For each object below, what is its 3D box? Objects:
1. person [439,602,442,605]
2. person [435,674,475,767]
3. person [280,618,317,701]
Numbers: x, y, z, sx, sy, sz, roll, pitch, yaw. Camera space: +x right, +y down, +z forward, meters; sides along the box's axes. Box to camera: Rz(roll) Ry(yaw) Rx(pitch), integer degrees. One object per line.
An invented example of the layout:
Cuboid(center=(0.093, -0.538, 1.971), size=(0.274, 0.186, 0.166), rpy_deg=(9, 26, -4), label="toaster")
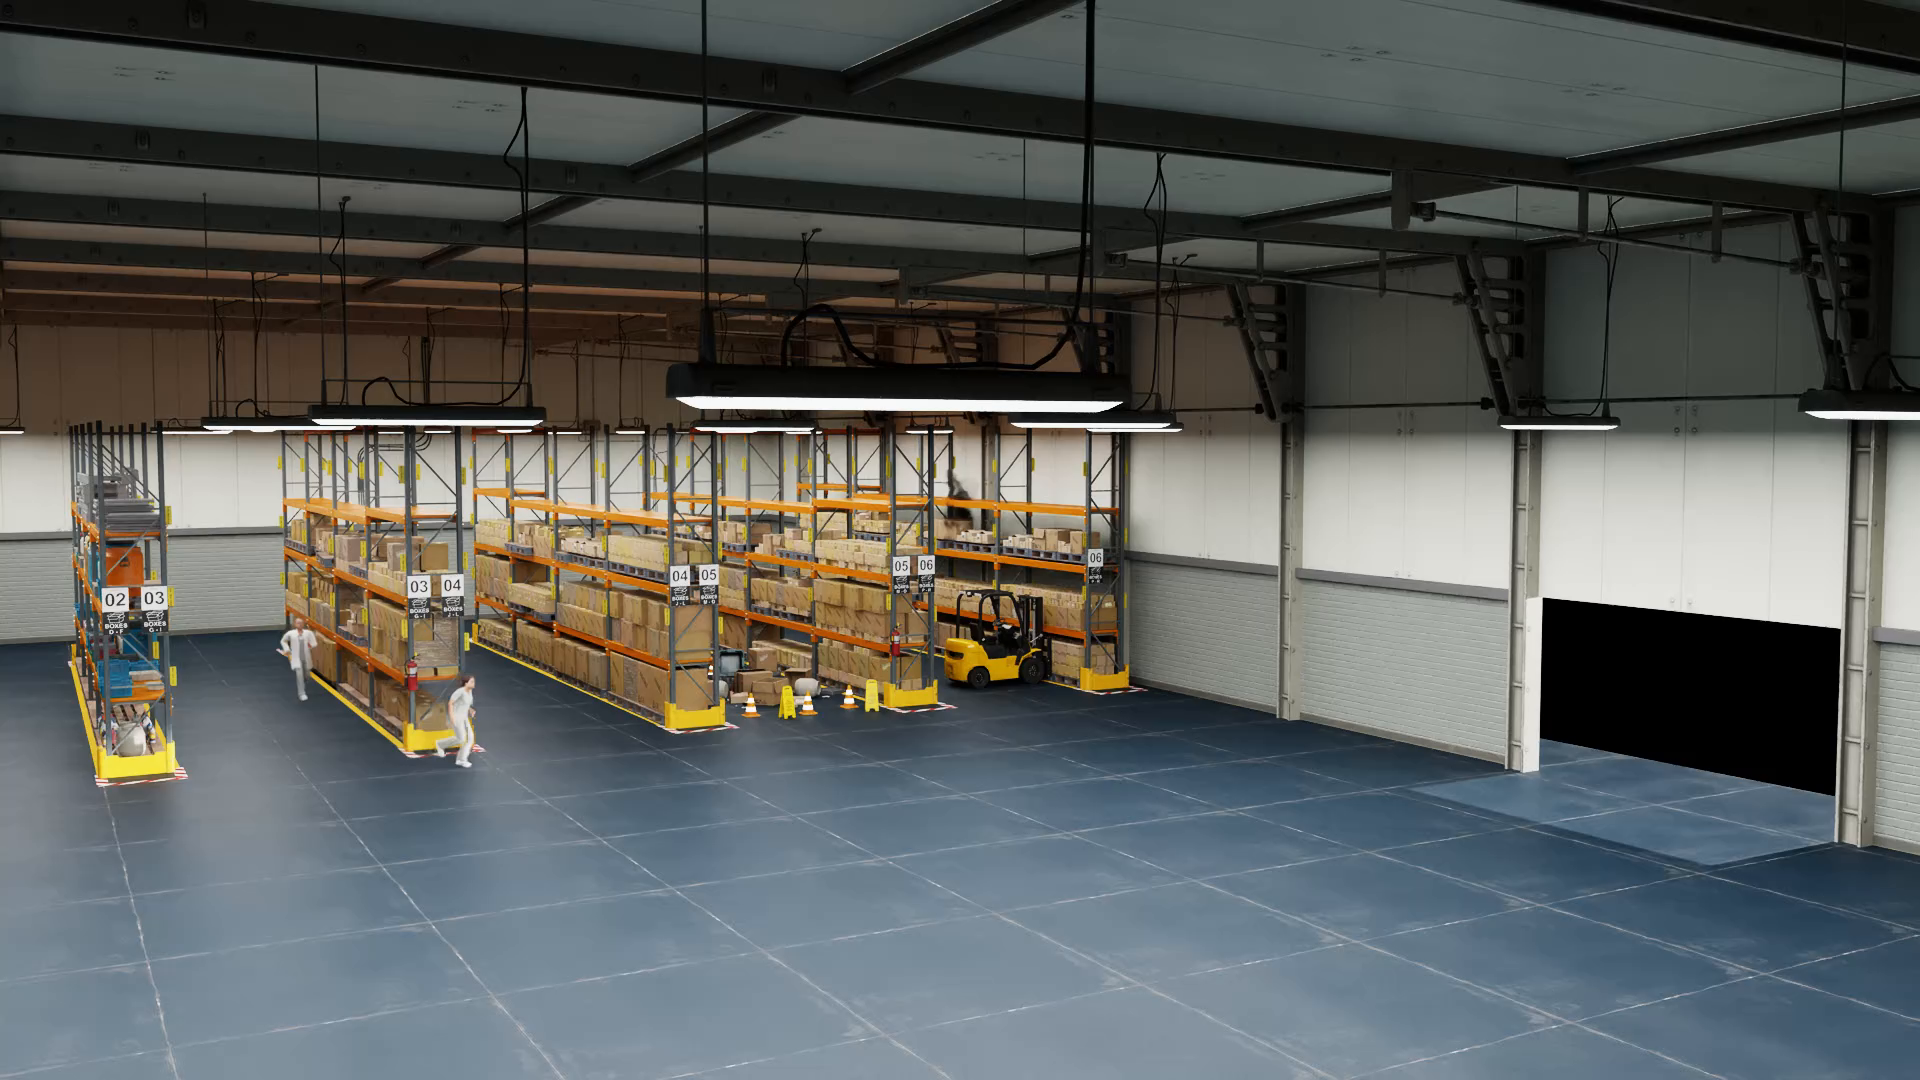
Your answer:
Cuboid(center=(-13.406, 2.177, 43.668), size=(0.651, 1.679, 0.590), rpy_deg=(-2, 4, -31), label="person")
Cuboid(center=(-8.803, 3.139, 29.055), size=(0.752, 1.604, 0.556), rpy_deg=(0, 4, 8), label="person")
Cuboid(center=(-14.402, 2.587, 36.300), size=(0.716, 1.754, 1.016), rpy_deg=(-3, 4, -36), label="person")
